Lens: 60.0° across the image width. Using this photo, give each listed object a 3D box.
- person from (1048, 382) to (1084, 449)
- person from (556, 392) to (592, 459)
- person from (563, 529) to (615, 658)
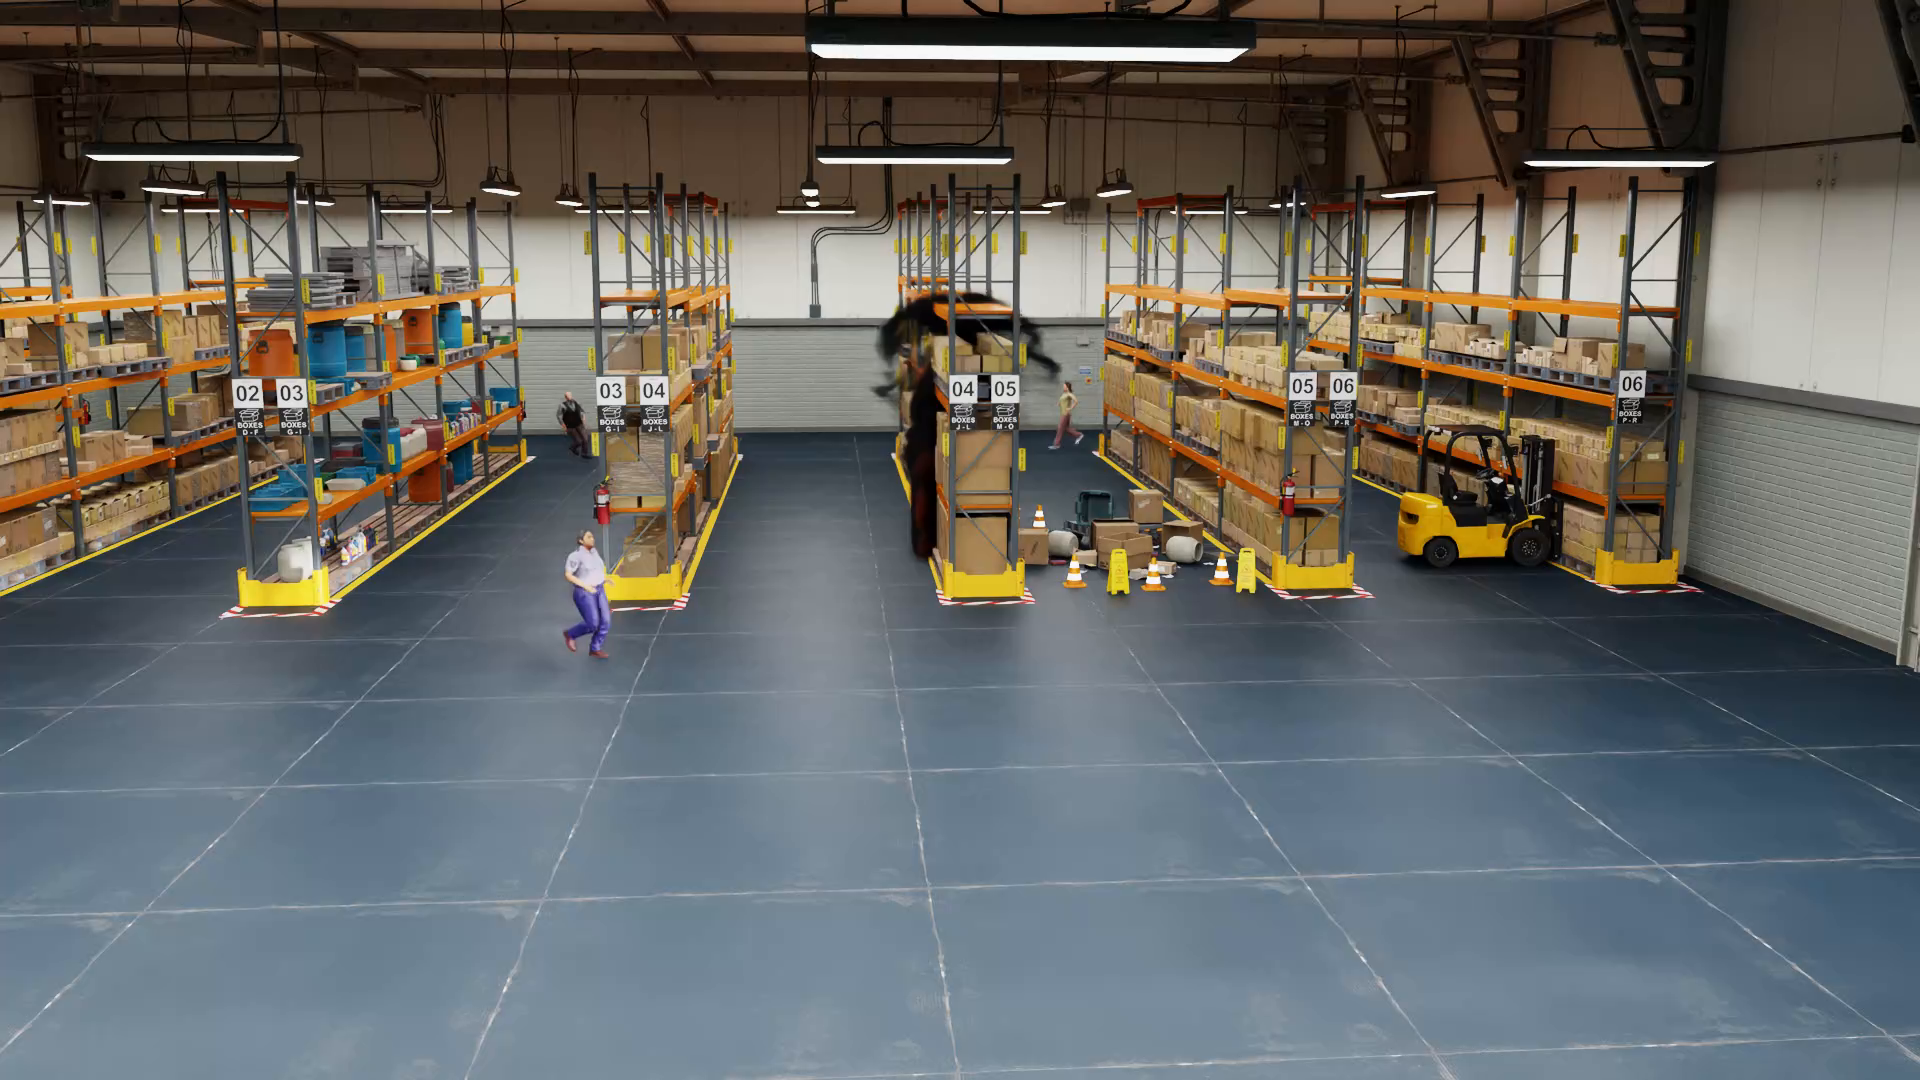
[{"bbox_3d":[2.656,-3.097,41.416,0.940,1.652,0.579,-2,10,-12],"label":"person"},{"bbox_3d":[-9.202,-2.714,39.437,0.762,1.631,0.557,-9,13,-40],"label":"person"},{"bbox_3d":[-4.568,0.658,20.413,0.578,1.583,0.605,5,11,25],"label":"person"}]
